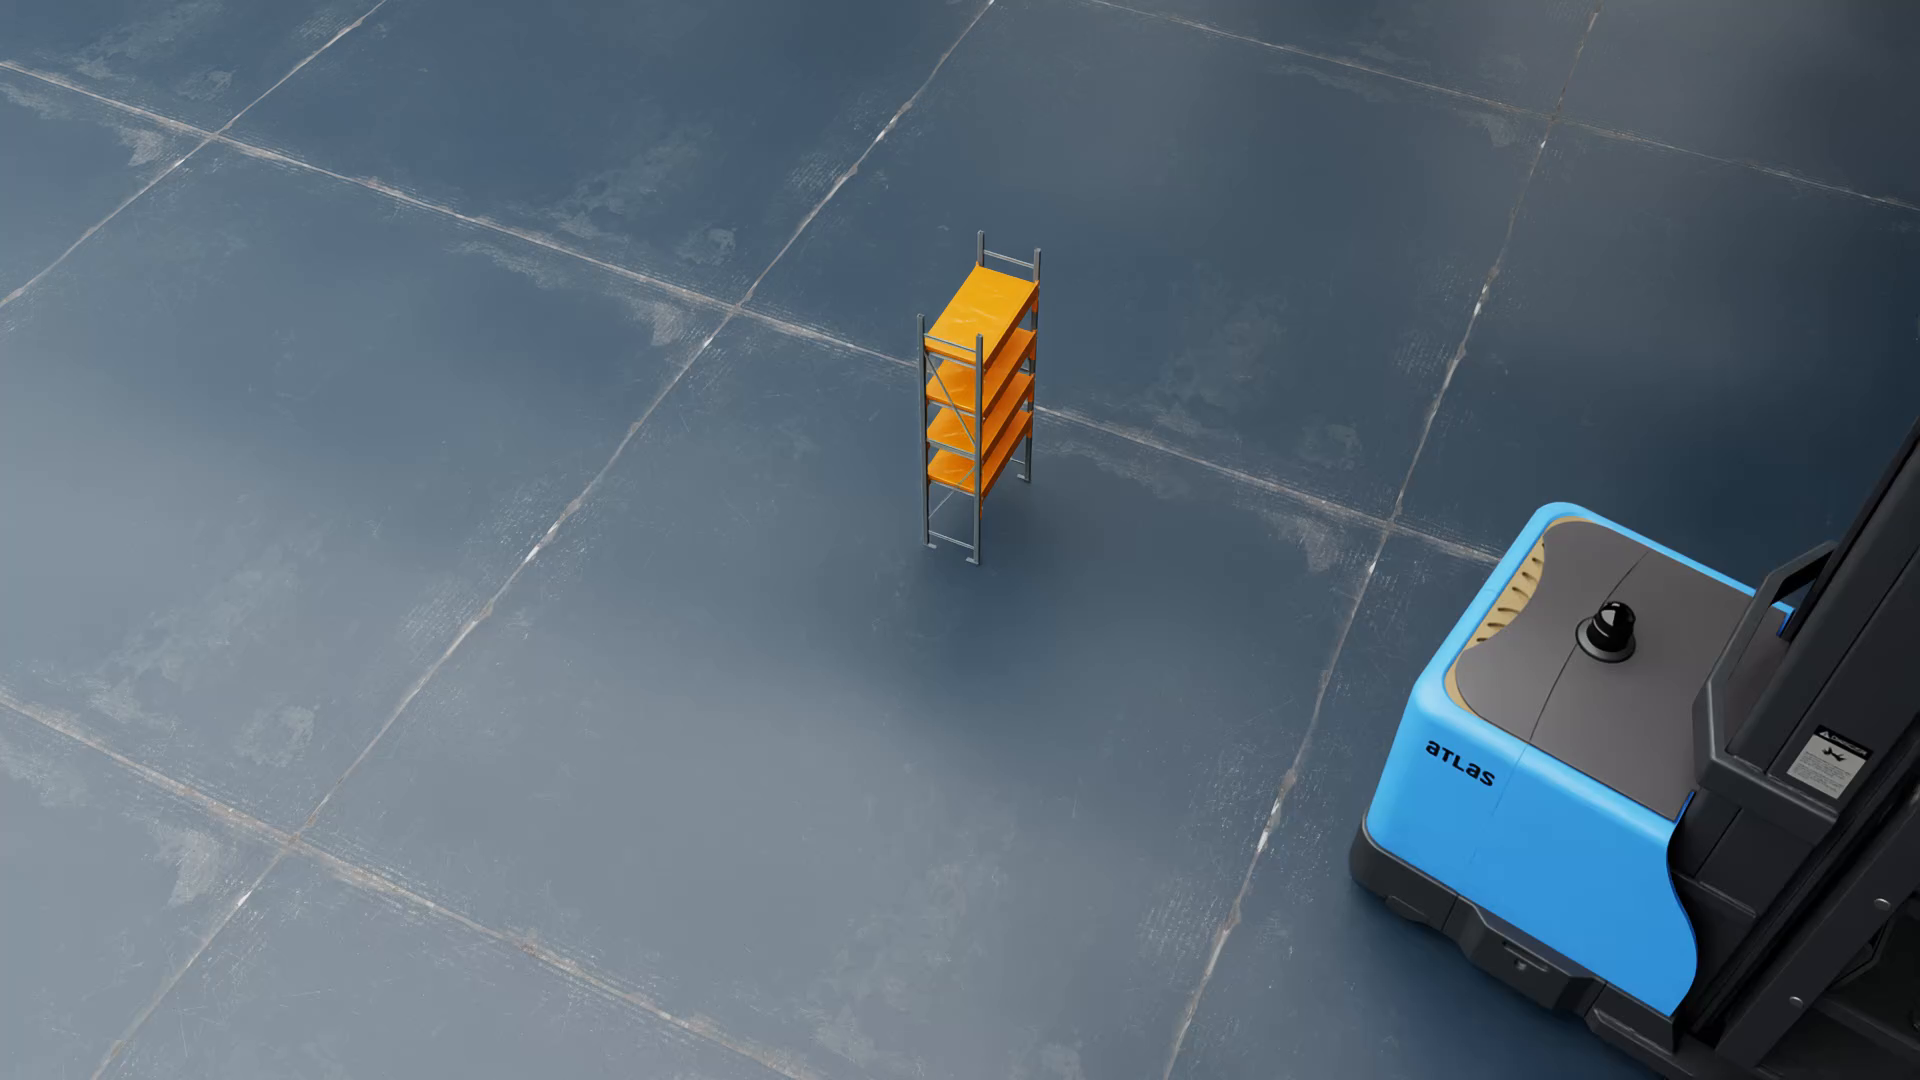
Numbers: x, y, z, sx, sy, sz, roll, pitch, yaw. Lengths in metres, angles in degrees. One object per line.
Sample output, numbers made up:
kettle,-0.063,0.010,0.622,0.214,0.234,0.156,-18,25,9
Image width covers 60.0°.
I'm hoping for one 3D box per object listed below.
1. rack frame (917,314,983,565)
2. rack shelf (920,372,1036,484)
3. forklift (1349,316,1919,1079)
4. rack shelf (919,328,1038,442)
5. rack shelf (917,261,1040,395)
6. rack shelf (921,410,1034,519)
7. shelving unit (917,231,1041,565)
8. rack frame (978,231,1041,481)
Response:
rack frame,-0.034,-0.335,6.062,0.240,1.200,0.015,20,52,16
rack shelf,0.071,-0.459,6.256,0.258,0.148,0.480,20,52,16
forklift,2.781,0.569,4.156,3.031,2.935,1.130,30,56,23
rack shelf,0.071,-0.604,6.086,0.258,0.148,0.480,20,52,16
rack shelf,0.071,-0.757,5.906,0.258,0.148,0.480,20,52,16
rack shelf,0.071,-0.331,6.408,0.258,0.148,0.480,20,52,16
shelving unit,0.071,-0.503,6.205,0.258,1.200,0.503,20,52,16
rack frame,0.175,-0.671,6.348,0.240,1.200,0.015,20,52,16
